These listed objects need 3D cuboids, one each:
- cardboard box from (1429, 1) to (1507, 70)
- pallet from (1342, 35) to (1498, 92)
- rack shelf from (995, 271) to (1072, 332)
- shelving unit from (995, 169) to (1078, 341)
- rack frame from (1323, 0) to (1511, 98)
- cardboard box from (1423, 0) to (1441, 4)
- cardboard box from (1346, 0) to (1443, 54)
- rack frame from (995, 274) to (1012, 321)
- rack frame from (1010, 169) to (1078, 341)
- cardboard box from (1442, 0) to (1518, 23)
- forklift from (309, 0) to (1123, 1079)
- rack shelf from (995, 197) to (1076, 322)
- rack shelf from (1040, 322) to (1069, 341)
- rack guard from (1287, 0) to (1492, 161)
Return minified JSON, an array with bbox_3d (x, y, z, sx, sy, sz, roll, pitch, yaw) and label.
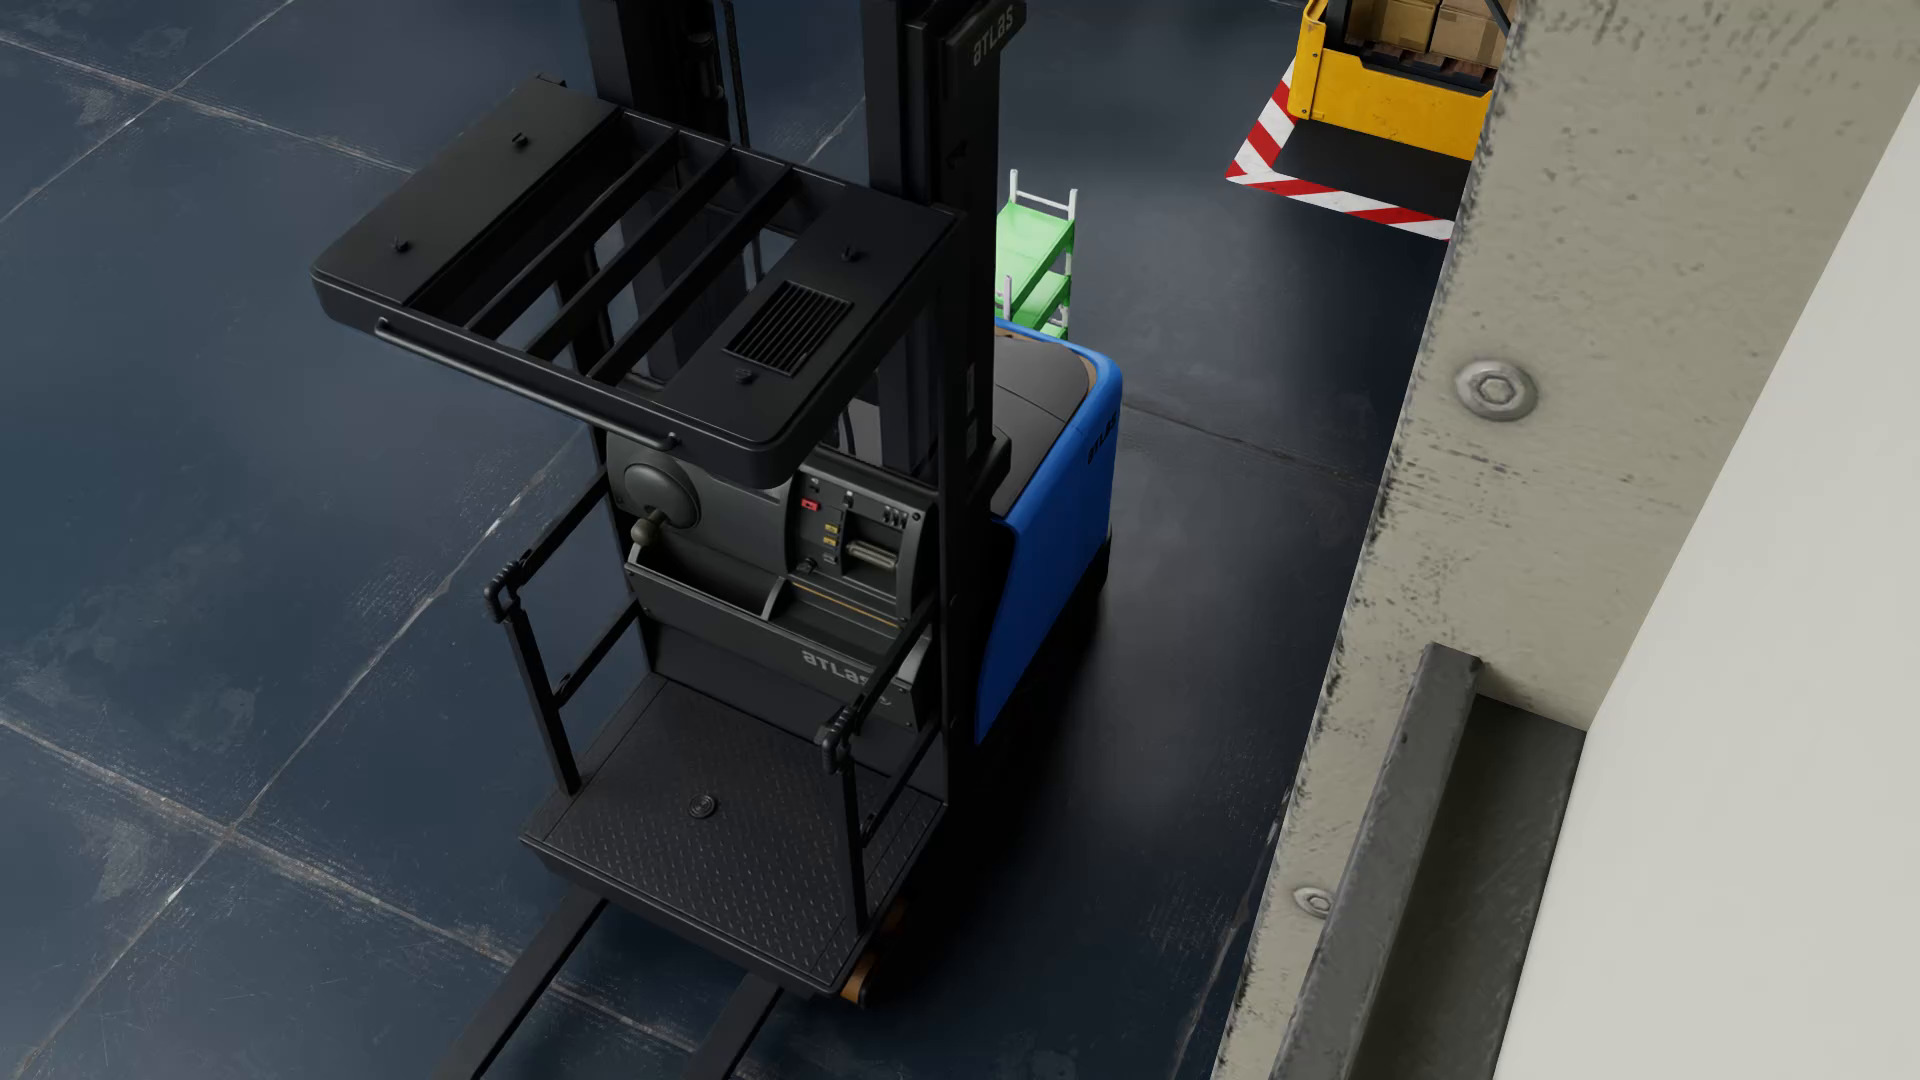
[{"bbox_3d":[2.510,-2.434,7.710,0.500,0.250,0.500,20,52,16],"label":"cardboard box"},{"bbox_3d":[2.412,-2.551,8.111,1.003,0.211,1.213,20,52,16],"label":"pallet"},{"bbox_3d":[0.166,-0.754,5.701,0.258,0.148,0.480,22,53,17],"label":"rack shelf"},{"bbox_3d":[0.166,-0.640,5.836,0.258,1.200,0.503,22,53,17],"label":"shelving unit"},{"bbox_3d":[2.123,-2.914,6.589,1.000,3.000,0.127,20,52,16],"label":"rack frame"},{"bbox_3d":[2.049,-2.758,7.658,0.500,0.250,0.500,19,52,16],"label":"cardboard box"},{"bbox_3d":[2.039,-2.585,7.839,0.500,0.250,0.500,20,53,16],"label":"cardboard box"},{"bbox_3d":[0.054,-0.475,5.695,0.240,1.200,0.015,22,53,17],"label":"rack frame"},{"bbox_3d":[0.279,-0.804,5.976,0.240,1.200,0.015,22,53,17],"label":"rack frame"},{"bbox_3d":[2.512,-2.577,7.504,0.500,0.250,0.500,21,53,17],"label":"cardboard box"},{"bbox_3d":[-0.605,0.017,4.141,1.130,2.935,3.031,22,53,17],"label":"forklift"},{"bbox_3d":[0.166,-0.909,5.519,0.258,0.148,0.480,22,53,17],"label":"rack shelf"},{"bbox_3d":[0.166,-0.598,5.884,0.258,0.148,0.480,22,53,17],"label":"rack shelf"},{"bbox_3d":[2.113,-2.087,7.527,1.175,0.500,0.348,20,52,16],"label":"rack guard"}]
